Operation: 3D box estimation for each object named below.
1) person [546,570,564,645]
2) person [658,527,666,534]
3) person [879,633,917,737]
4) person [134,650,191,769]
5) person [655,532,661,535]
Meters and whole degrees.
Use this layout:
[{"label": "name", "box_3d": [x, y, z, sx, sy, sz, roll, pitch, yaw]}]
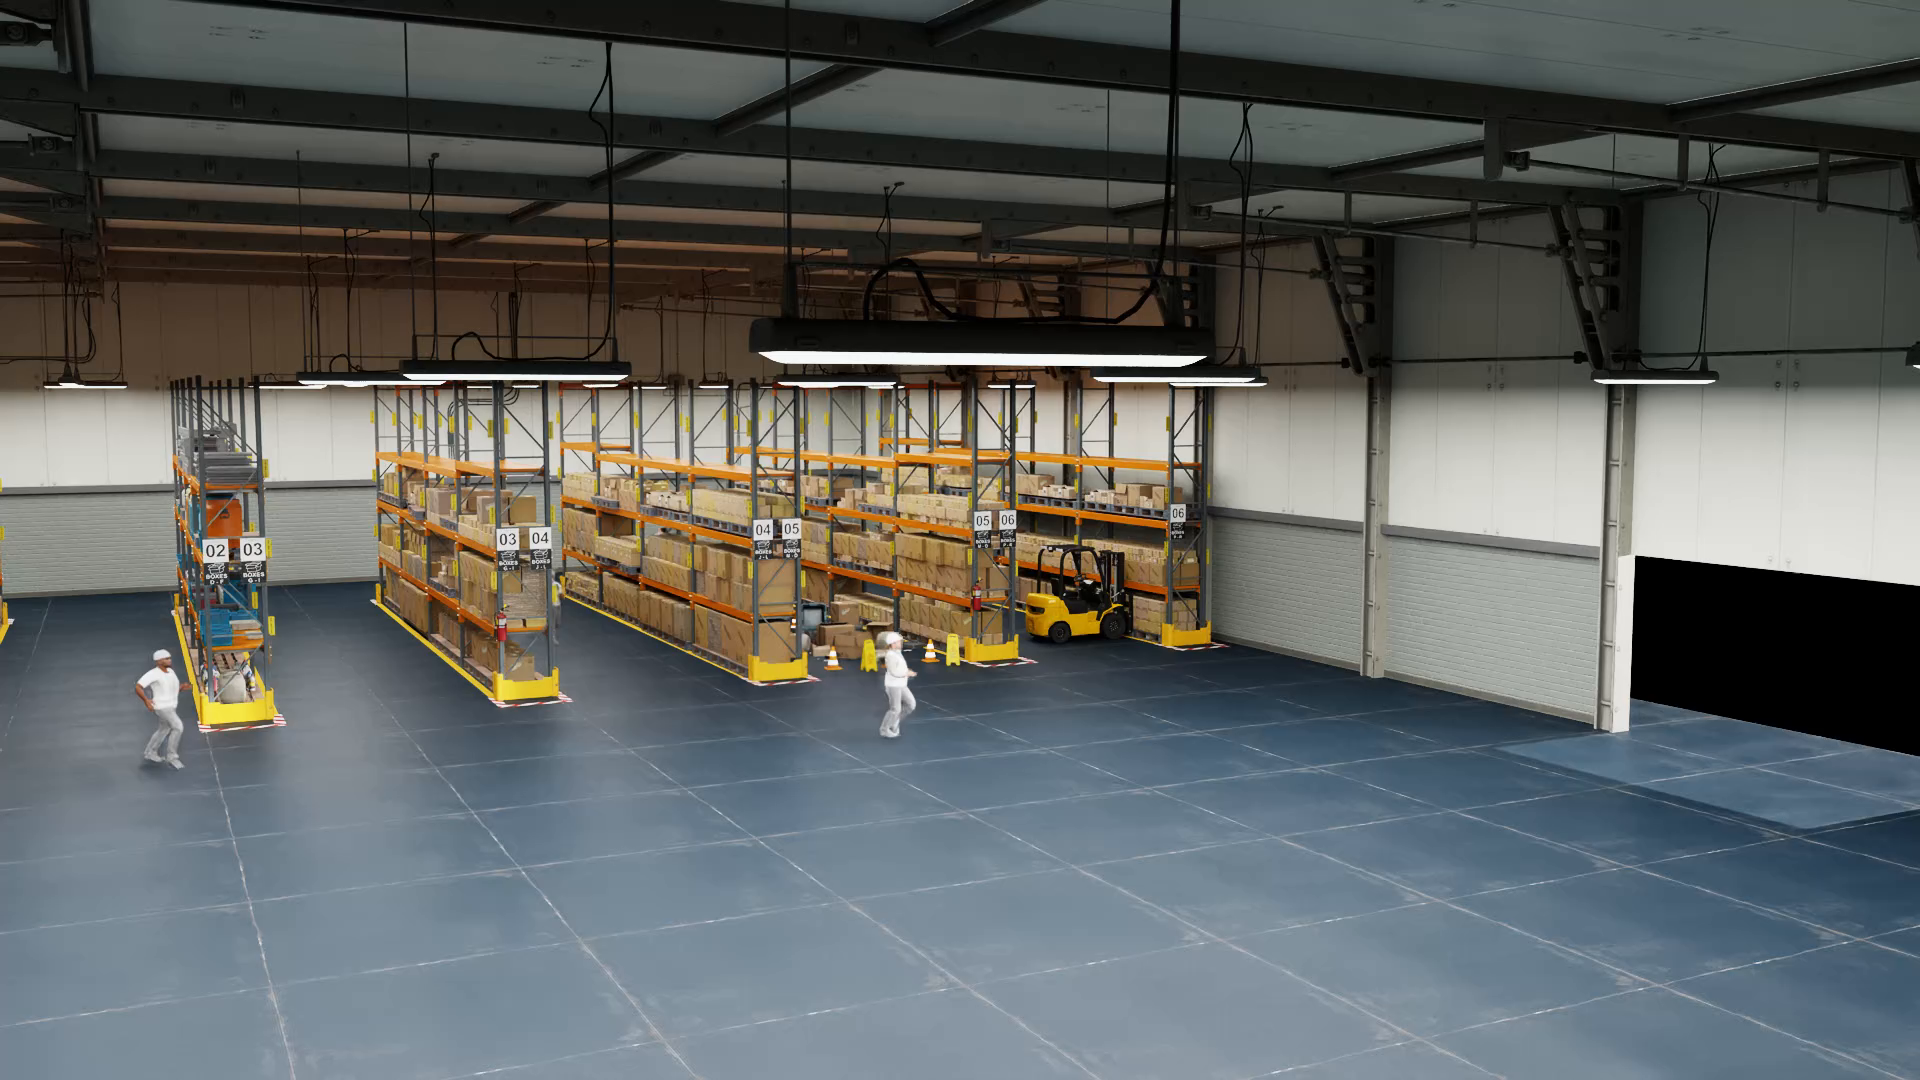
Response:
[{"label": "person", "box_3d": [-9.309, 1.514, 37.899, 0.588, 1.669, 0.851, -3, 6, -33]}, {"label": "person", "box_3d": [-8.949, 0.432, 49.935, 0.964, 1.647, 0.579, -3, 6, -28]}, {"label": "person", "box_3d": [-1.016, 2.396, 27.508, 0.641, 1.734, 0.637, 1, 5, 12]}, {"label": "person", "box_3d": [-12.140, 2.587, 25.411, 0.764, 1.830, 0.674, 0, 5, -1]}, {"label": "person", "box_3d": [-8.490, 0.664, 46.844, 0.666, 1.768, 0.957, -3, 6, -33]}]
